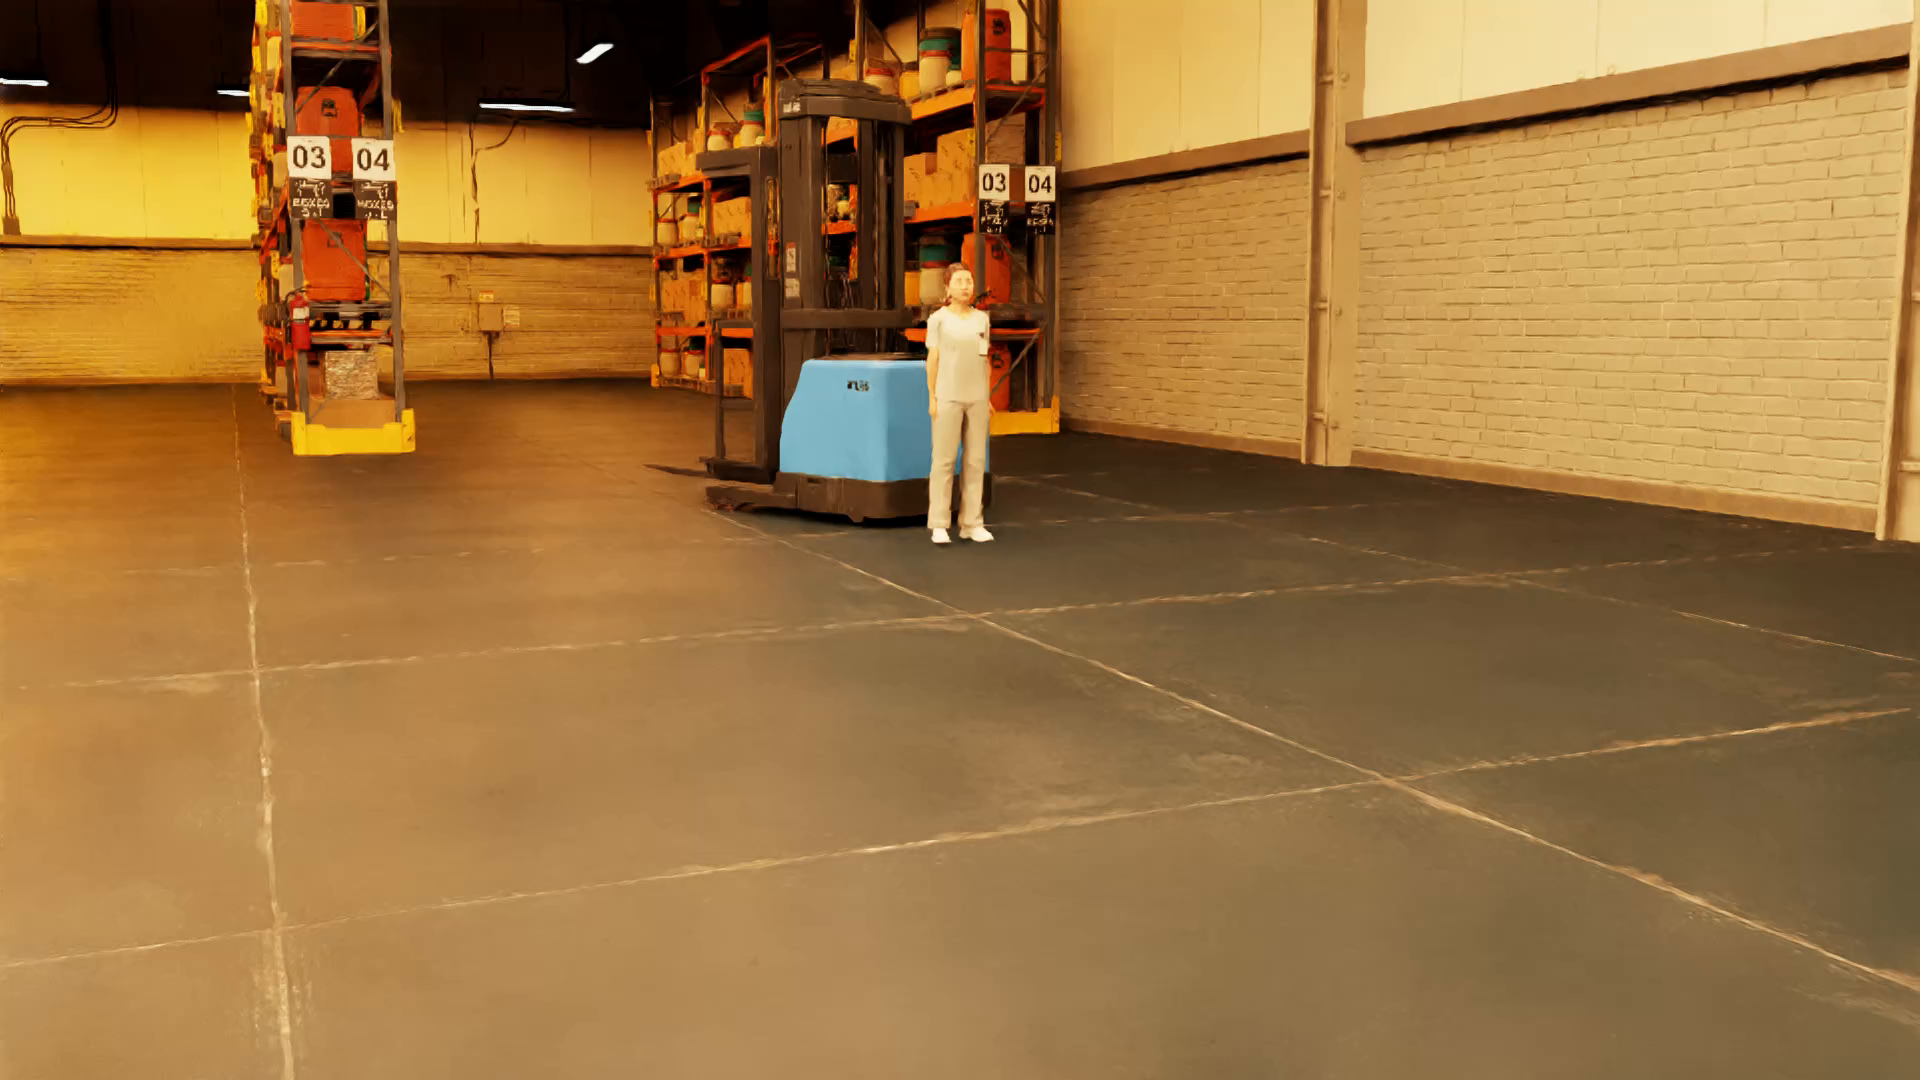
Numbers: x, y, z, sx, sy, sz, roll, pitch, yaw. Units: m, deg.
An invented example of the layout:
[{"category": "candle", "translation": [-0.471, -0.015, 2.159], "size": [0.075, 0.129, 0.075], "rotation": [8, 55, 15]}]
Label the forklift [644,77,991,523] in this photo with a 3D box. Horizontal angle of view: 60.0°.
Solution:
[{"category": "forklift", "translation": [-1.168, -1.705, 11.871], "size": [1.130, 2.935, 3.031], "rotation": [-7, 10, -43]}]

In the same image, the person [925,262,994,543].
[{"category": "person", "translation": [0.005, -0.828, 10.037], "size": [0.432, 1.673, 0.365], "rotation": [-3, 8, -23]}]
